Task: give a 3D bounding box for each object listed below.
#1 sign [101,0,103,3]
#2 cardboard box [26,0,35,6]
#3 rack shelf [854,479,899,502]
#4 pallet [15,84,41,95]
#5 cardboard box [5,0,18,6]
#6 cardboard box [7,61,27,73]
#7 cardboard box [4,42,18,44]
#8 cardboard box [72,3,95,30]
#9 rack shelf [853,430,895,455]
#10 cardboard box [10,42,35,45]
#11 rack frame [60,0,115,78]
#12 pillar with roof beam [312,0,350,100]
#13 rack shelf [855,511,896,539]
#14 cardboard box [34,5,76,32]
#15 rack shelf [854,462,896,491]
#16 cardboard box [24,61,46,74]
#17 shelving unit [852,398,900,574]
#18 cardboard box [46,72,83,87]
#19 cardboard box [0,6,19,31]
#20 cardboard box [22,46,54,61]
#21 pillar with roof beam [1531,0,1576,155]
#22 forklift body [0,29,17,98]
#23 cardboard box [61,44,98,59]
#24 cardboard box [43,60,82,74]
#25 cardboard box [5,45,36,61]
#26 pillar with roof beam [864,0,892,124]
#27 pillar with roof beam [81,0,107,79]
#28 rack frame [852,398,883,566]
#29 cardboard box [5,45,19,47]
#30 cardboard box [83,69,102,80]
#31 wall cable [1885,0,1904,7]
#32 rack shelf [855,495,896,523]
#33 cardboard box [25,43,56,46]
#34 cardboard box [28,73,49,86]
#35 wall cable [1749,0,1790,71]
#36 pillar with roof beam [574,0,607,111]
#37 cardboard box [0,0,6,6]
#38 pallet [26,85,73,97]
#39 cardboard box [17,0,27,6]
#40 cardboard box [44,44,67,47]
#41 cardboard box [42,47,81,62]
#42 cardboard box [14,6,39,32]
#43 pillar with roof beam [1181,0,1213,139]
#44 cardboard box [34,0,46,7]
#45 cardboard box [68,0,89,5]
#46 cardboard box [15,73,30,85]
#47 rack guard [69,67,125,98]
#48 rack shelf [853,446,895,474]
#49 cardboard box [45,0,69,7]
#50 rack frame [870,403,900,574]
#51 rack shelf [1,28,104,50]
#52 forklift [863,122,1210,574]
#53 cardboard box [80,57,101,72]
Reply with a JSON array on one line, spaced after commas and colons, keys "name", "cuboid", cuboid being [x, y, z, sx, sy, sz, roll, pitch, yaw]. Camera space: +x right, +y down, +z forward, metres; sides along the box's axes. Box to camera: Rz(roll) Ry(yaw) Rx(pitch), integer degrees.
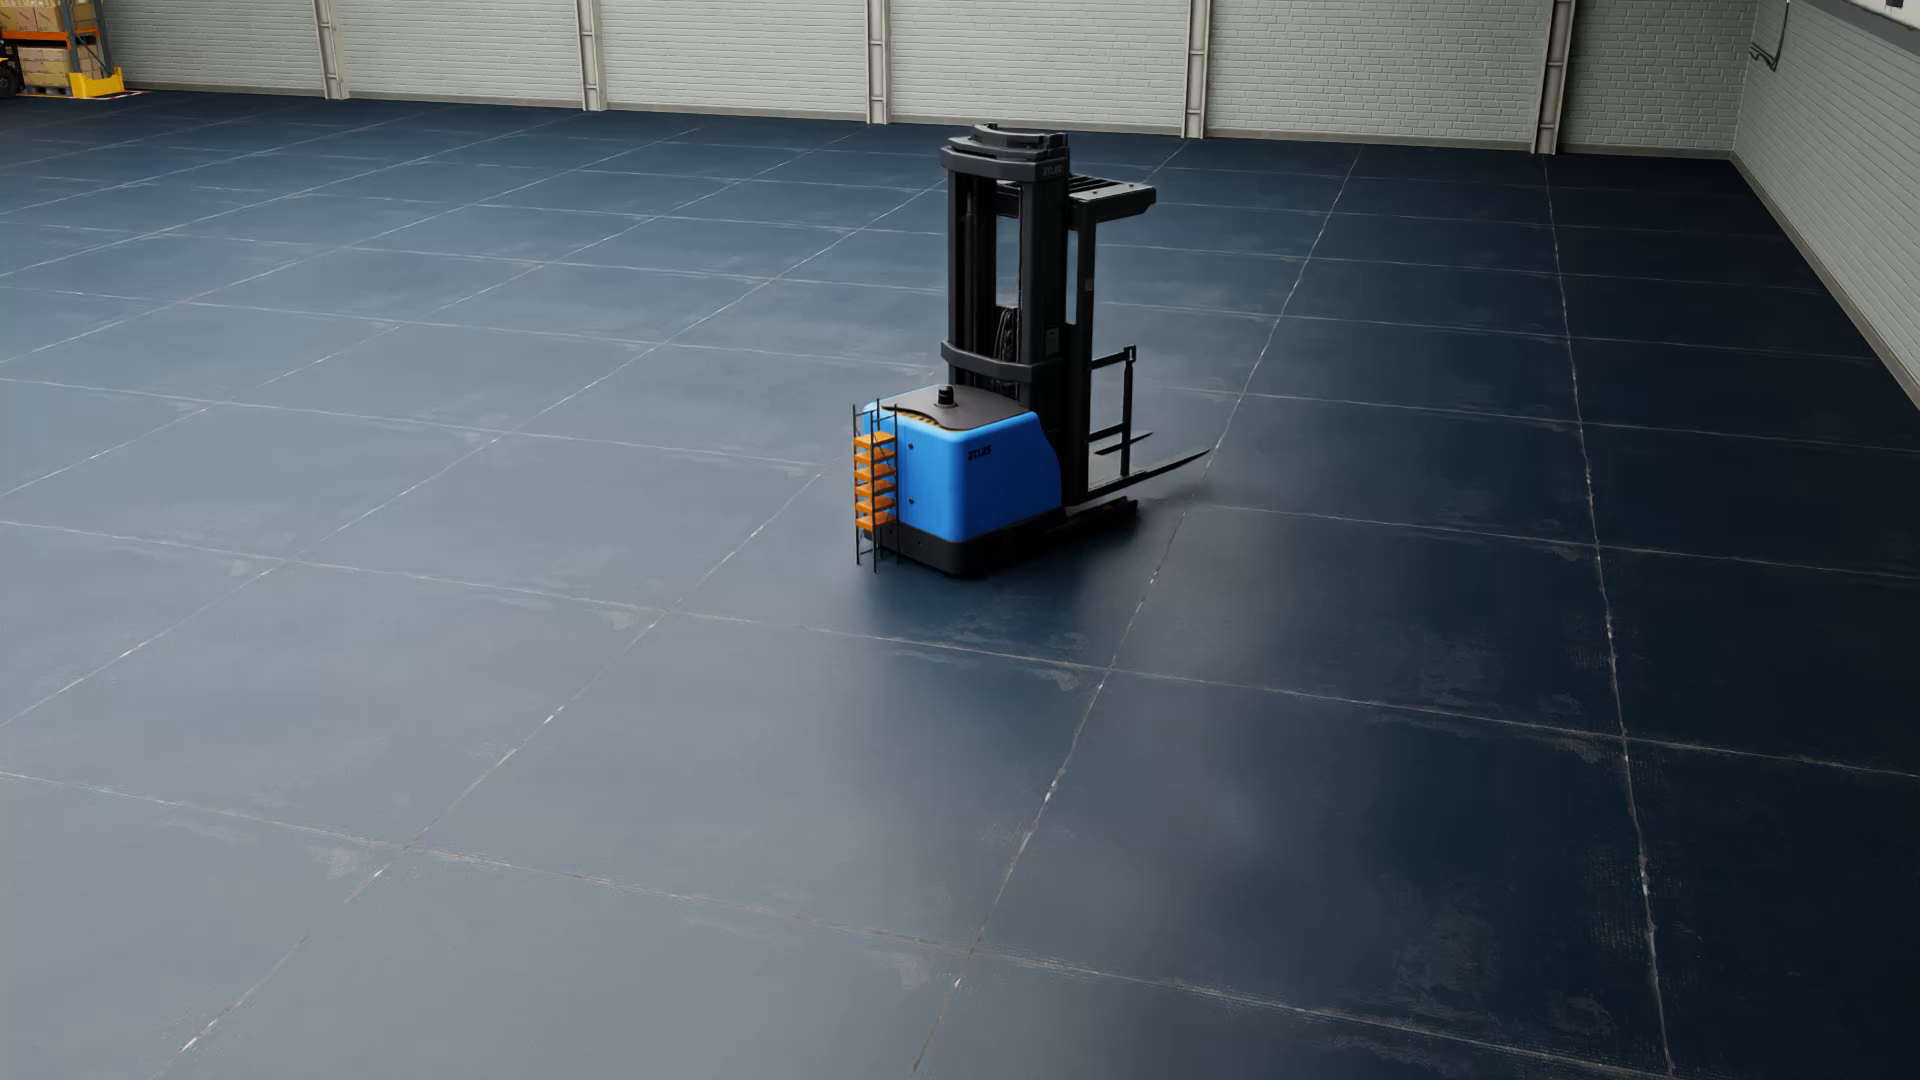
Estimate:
[{"name": "sign", "cuboid": [-18.194, -11.527, 35.174, 0.005, 0.325, 0.100, 7, 23, 16]}, {"name": "cardboard box", "cuboid": [-19.257, -11.239, 34.731, 0.250, 0.149, 0.380, 7, 23, 17]}, {"name": "rack shelf", "cuboid": [-0.582, -0.333, 11.618, 0.258, 0.103, 0.180, -20, 30, -40]}, {"name": "pallet", "cuboid": [-20.268, -9.802, 35.887, 1.213, 0.211, 1.003, 7, 23, 15]}, {"name": "cardboard box", "cuboid": [-19.760, -11.283, 34.837, 0.250, 0.149, 0.380, 6, 23, 14]}, {"name": "cardboard box", "cuboid": [-19.893, -10.090, 35.326, 0.500, 0.250, 0.500, 6, 23, 14]}, {"name": "cardboard box", "cuboid": [-20.692, -10.618, 35.955, 0.500, 0.250, 0.500, 7, 23, 16]}, {"name": "cardboard box", "cuboid": [-18.754, -11.090, 35.222, 0.500, 0.500, 0.500, 7, 23, 17]}, {"name": "rack shelf", "cuboid": [-0.583, -0.666, 11.481, 0.258, 0.103, 0.180, -20, 30, -40]}, {"name": "cardboard box", "cuboid": [-20.209, -10.566, 35.828, 0.500, 0.250, 0.500, 6, 23, 14]}, {"name": "rack frame", "cuboid": [-18.360, -10.889, 34.863, 0.127, 3.000, 1.000, 7, 23, 16]}, {"name": "pillar with roof beam", "cuboid": [-14.265, -11.846, 29.292, 0.400, 9.000, 9.100, 7, 23, 16]}, {"name": "rack shelf", "cuboid": [-0.582, -0.111, 11.709, 0.258, 0.103, 0.180, -20, 30, -40]}, {"name": "cardboard box", "cuboid": [-18.907, -10.894, 34.743, 0.500, 0.500, 0.500, 6, 23, 14]}, {"name": "rack shelf", "cuboid": [-0.582, -0.444, 11.572, 0.258, 0.103, 0.180, -20, 30, -40]}, {"name": "cardboard box", "cuboid": [-19.393, -10.041, 35.207, 0.500, 0.250, 0.500, 6, 23, 15]}, {"name": "shelving unit", "cuboid": [-0.582, -0.374, 11.601, 0.258, 1.200, 0.189, -20, 30, -40]}, {"name": "cardboard box", "cuboid": [-18.901, -9.748, 35.151, 0.500, 0.250, 0.500, 7, 23, 16]}, {"name": "cardboard box", "cuboid": [-19.891, -11.010, 35.026, 0.500, 0.500, 0.500, 6, 23, 14]}, {"name": "cardboard box", "cuboid": [-19.381, -10.264, 35.093, 0.500, 0.250, 0.500, 7, 23, 16]}, {"name": "pillar with roof beam", "cuboid": [8.712, -9.215, 22.878, 0.400, 9.000, 9.100, 7, 23, 16]}, {"name": "forklift body", "cuboid": [-20.702, -10.041, 33.915, 1.214, 2.155, 2.313, 7, 23, 16]}, {"name": "cardboard box", "cuboid": [-18.765, -10.395, 35.411, 0.500, 0.250, 0.500, 6, 23, 15]}, {"name": "cardboard box", "cuboid": [-18.916, -9.982, 35.063, 0.500, 0.250, 0.500, 6, 23, 15]}, {"name": "cardboard box", "cuboid": [-19.867, -10.316, 35.219, 0.500, 0.250, 0.500, 7, 23, 16]}, {"name": "pillar with roof beam", "cuboid": [-2.777, -10.531, 26.085, 0.400, 9.000, 9.100, 7, 23, 16]}, {"name": "pillar with roof beam", "cuboid": [-20.009, -12.504, 30.896, 0.400, 9.000, 9.100, 7, 23, 16]}, {"name": "rack frame", "cuboid": [-0.646, -0.399, 11.662, 0.240, 1.200, 0.006, -20, 30, -40]}, {"name": "cardboard box", "cuboid": [-20.350, -10.374, 35.362, 0.500, 0.250, 0.500, 6, 23, 14]}, {"name": "cardboard box", "cuboid": [-18.773, -9.936, 35.610, 0.500, 0.250, 0.500, 7, 23, 16]}, {"name": "wall cable", "cuboid": [9.636, -8.102, 15.683, 0.169, 6.003, 2.305, 7, 23, 16]}, {"name": "rack shelf", "cuboid": [-0.582, -0.222, 11.664, 0.258, 0.103, 0.180, -20, 30, -40]}, {"name": "cardboard box", "cuboid": [-19.720, -10.507, 35.685, 0.500, 0.250, 0.500, 6, 23, 15]}, {"name": "cardboard box", "cuboid": [-19.374, -9.806, 35.292, 0.500, 0.250, 0.500, 7, 23, 15]}, {"name": "wall cable", "cuboid": [12.394, -8.539, 25.322, 0.112, 2.526, 3.097, 7, 23, 16]}, {"name": "pillar with roof beam", "cuboid": [-8.521, -11.189, 27.689, 0.400, 9.000, 9.100, 7, 23, 16]}, {"name": "cardboard box", "cuboid": [-20.008, -11.303, 34.887, 0.250, 0.149, 0.380, 7, 23, 16]}, {"name": "pallet", "cuboid": [-19.104, -9.667, 35.559, 1.213, 0.211, 1.003, 7, 23, 16]}, {"name": "cardboard box", "cuboid": [-19.491, -11.271, 34.807, 0.250, 0.149, 0.380, 6, 23, 15]}, {"name": "cardboard box", "cuboid": [-19.245, -10.448, 35.542, 0.500, 0.250, 0.500, 7, 23, 16]}, {"name": "cardboard box", "cuboid": [-18.891, -10.211, 34.962, 0.500, 0.250, 0.500, 7, 23, 17]}, {"name": "cardboard box", "cuboid": [-19.401, -10.954, 34.890, 0.500, 0.500, 0.500, 7, 23, 17]}, {"name": "pillar with roof beam", "cuboid": [2.967, -9.873, 24.482, 0.400, 9.000, 9.100, 7, 23, 16]}, {"name": "cardboard box", "cuboid": [-19.026, -11.189, 34.607, 0.250, 0.149, 0.380, 7, 23, 16]}, {"name": "cardboard box", "cuboid": [-18.610, -11.367, 35.041, 0.250, 0.149, 0.380, 6, 23, 14]}, {"name": "cardboard box", "cuboid": [-19.851, -9.864, 35.434, 0.500, 0.250, 0.500, 7, 23, 16]}, {"name": "rack guard", "cuboid": [-18.337, -9.730, 35.331, 0.348, 0.500, 1.175, 7, 23, 16]}, {"name": "rack shelf", "cuboid": [-0.583, -0.555, 11.527, 0.258, 0.103, 0.180, -20, 30, -40]}, {"name": "cardboard box", "cuboid": [-18.773, -11.171, 34.565, 0.250, 0.149, 0.380, 7, 23, 16]}, {"name": "rack frame", "cuboid": [-0.519, -0.349, 11.540, 0.240, 1.200, 0.006, -20, 30, -40]}, {"name": "rack shelf", "cuboid": [-20.274, -10.775, 35.534, 4.000, 0.370, 1.077, 7, 23, 16]}, {"name": "forklift", "cuboid": [0.707, -1.577, 12.252, 3.031, 2.935, 1.130, -20, 30, -40]}, {"name": "cardboard box", "cuboid": [-18.750, -10.169, 35.520, 0.500, 0.250, 0.500, 7, 23, 16]}]
